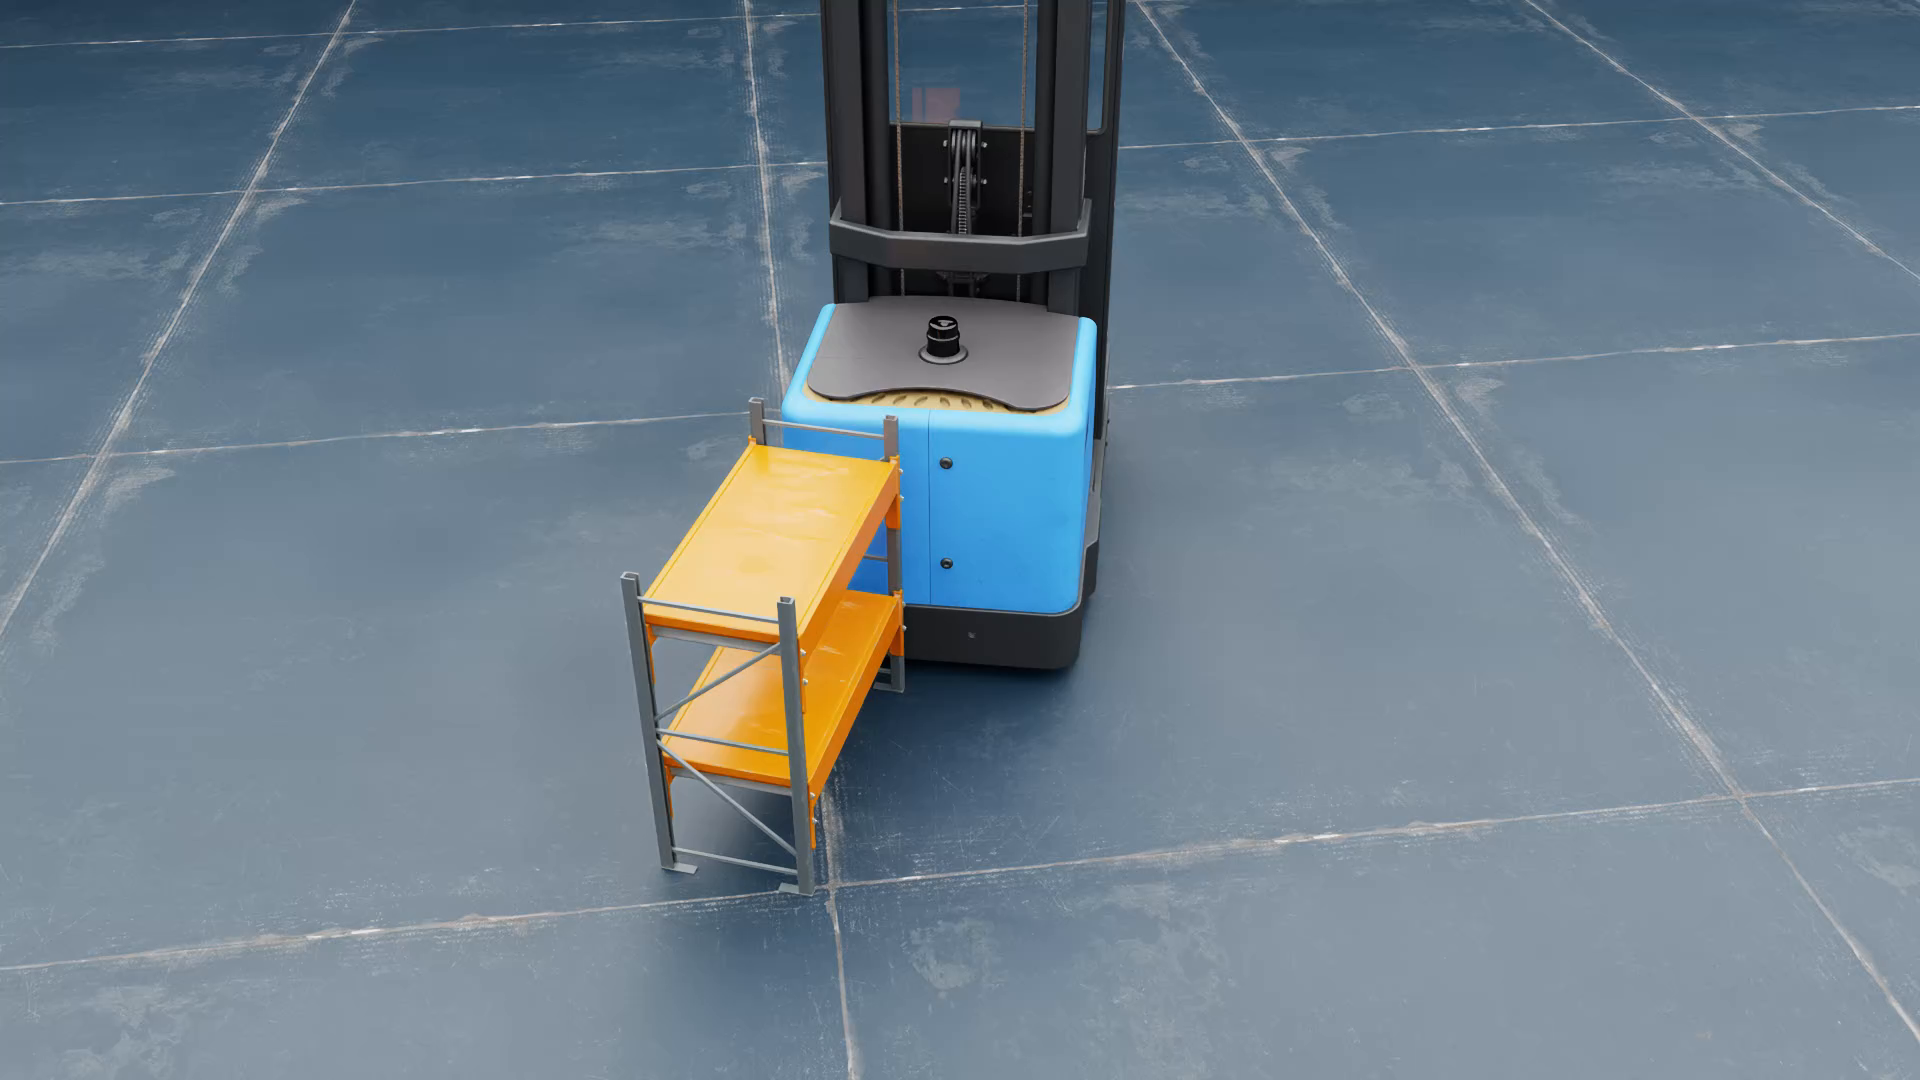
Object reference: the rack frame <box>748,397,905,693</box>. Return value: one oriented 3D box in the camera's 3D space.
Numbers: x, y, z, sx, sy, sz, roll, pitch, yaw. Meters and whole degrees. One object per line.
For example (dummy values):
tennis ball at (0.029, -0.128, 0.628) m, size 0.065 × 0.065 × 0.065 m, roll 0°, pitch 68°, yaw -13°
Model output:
rack frame at (-0.443, 0.041, 5.692) m, size 0.500 × 1.125 × 0.032 m, roll 8°, pitch 35°, yaw 12°

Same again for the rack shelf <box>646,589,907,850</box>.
rack shelf at (-0.569, 0.520, 5.422) m, size 0.538 × 0.278 × 1.000 m, roll 8°, pitch 35°, yaw 12°

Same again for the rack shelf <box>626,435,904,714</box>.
rack shelf at (-0.569, 0.076, 5.120) m, size 0.538 × 0.278 × 1.000 m, roll 8°, pitch 35°, yaw 12°

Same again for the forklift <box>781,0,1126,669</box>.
forklift at (0.075, -1.564, 6.442) m, size 1.130 × 2.935 × 3.031 m, roll 4°, pitch 34°, yaw 6°

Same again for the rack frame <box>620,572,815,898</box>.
rack frame at (-0.694, 0.595, 4.878) m, size 0.500 × 1.125 × 0.032 m, roll 8°, pitch 35°, yaw 12°

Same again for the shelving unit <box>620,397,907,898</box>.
shelving unit at (-0.569, 0.318, 5.285) m, size 0.538 × 1.125 × 1.048 m, roll 8°, pitch 35°, yaw 12°
